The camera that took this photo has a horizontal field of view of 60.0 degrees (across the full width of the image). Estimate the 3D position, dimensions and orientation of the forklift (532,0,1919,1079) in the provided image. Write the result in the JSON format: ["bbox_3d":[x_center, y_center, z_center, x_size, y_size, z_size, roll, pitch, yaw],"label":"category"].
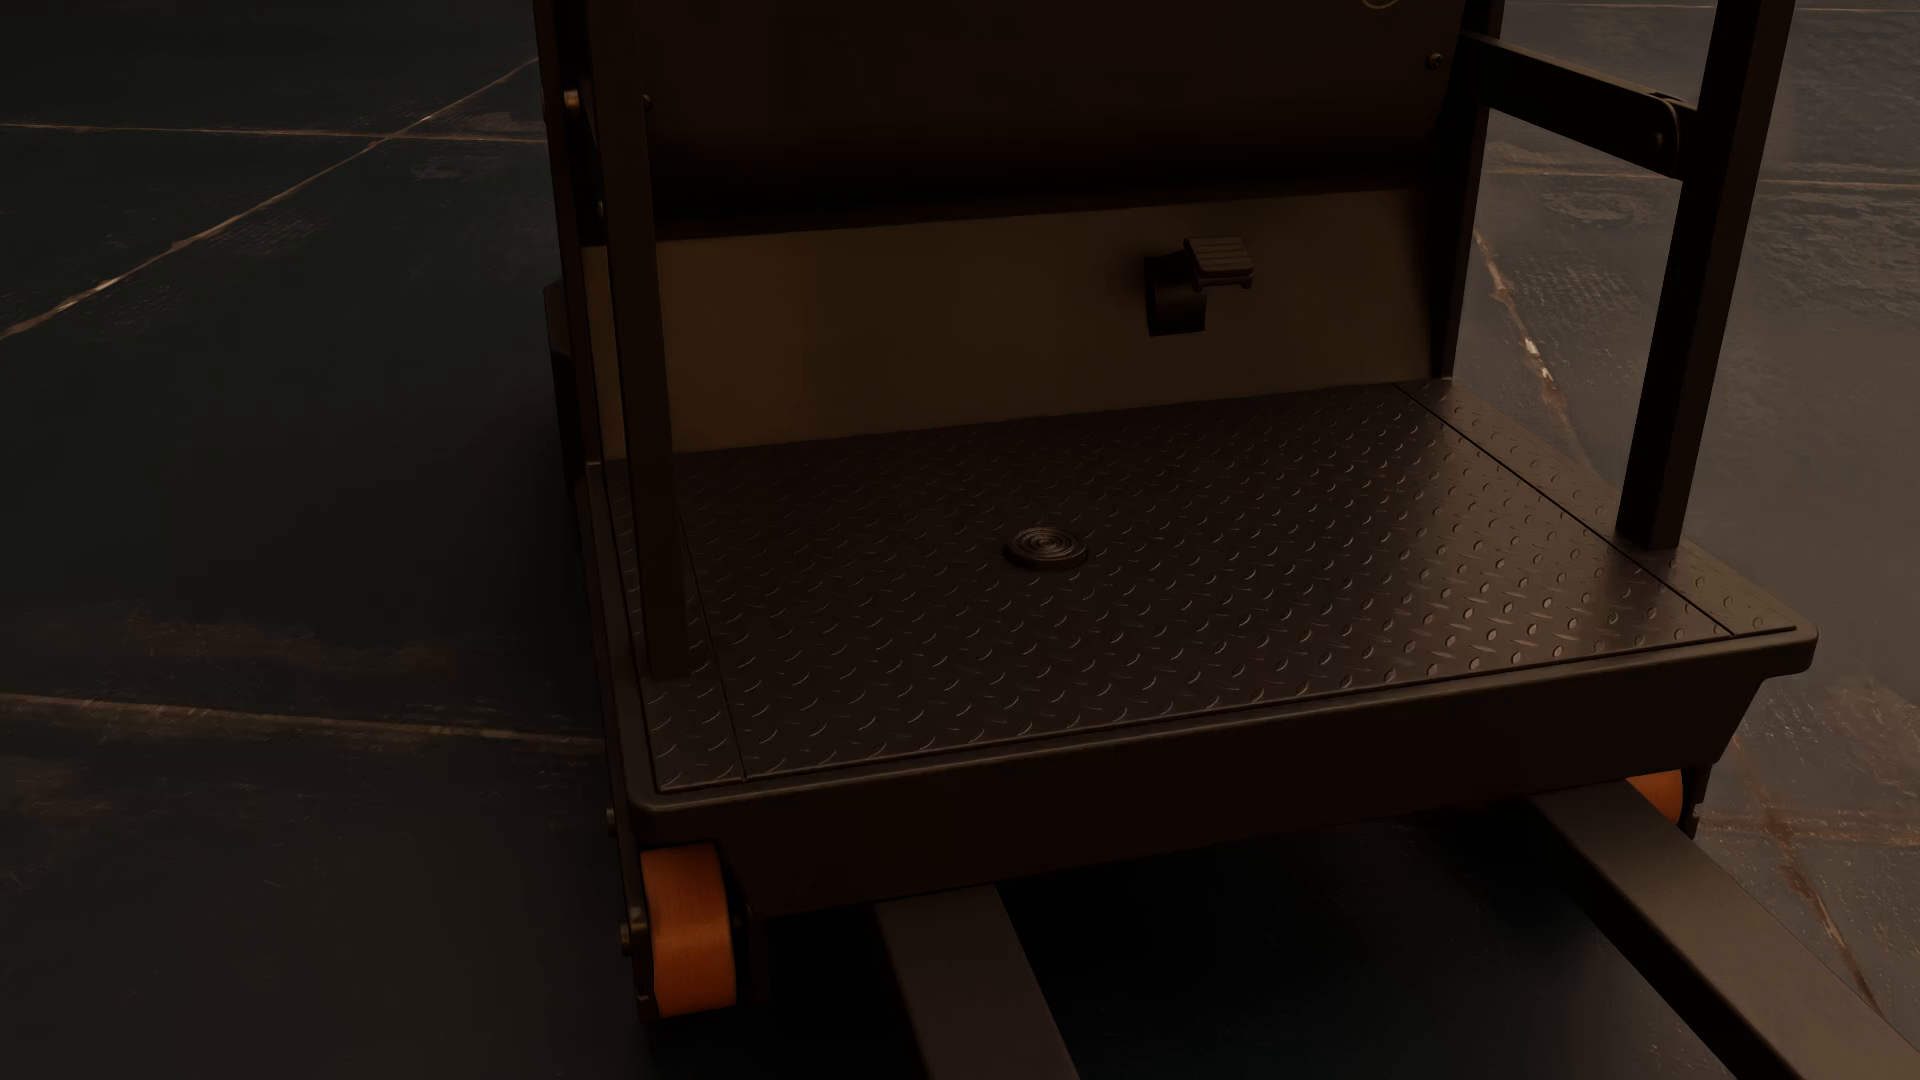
[{"bbox_3d":[0.153,-1.049,1.319,1.130,2.935,3.031,-7,27,-13],"label":"forklift"}]
